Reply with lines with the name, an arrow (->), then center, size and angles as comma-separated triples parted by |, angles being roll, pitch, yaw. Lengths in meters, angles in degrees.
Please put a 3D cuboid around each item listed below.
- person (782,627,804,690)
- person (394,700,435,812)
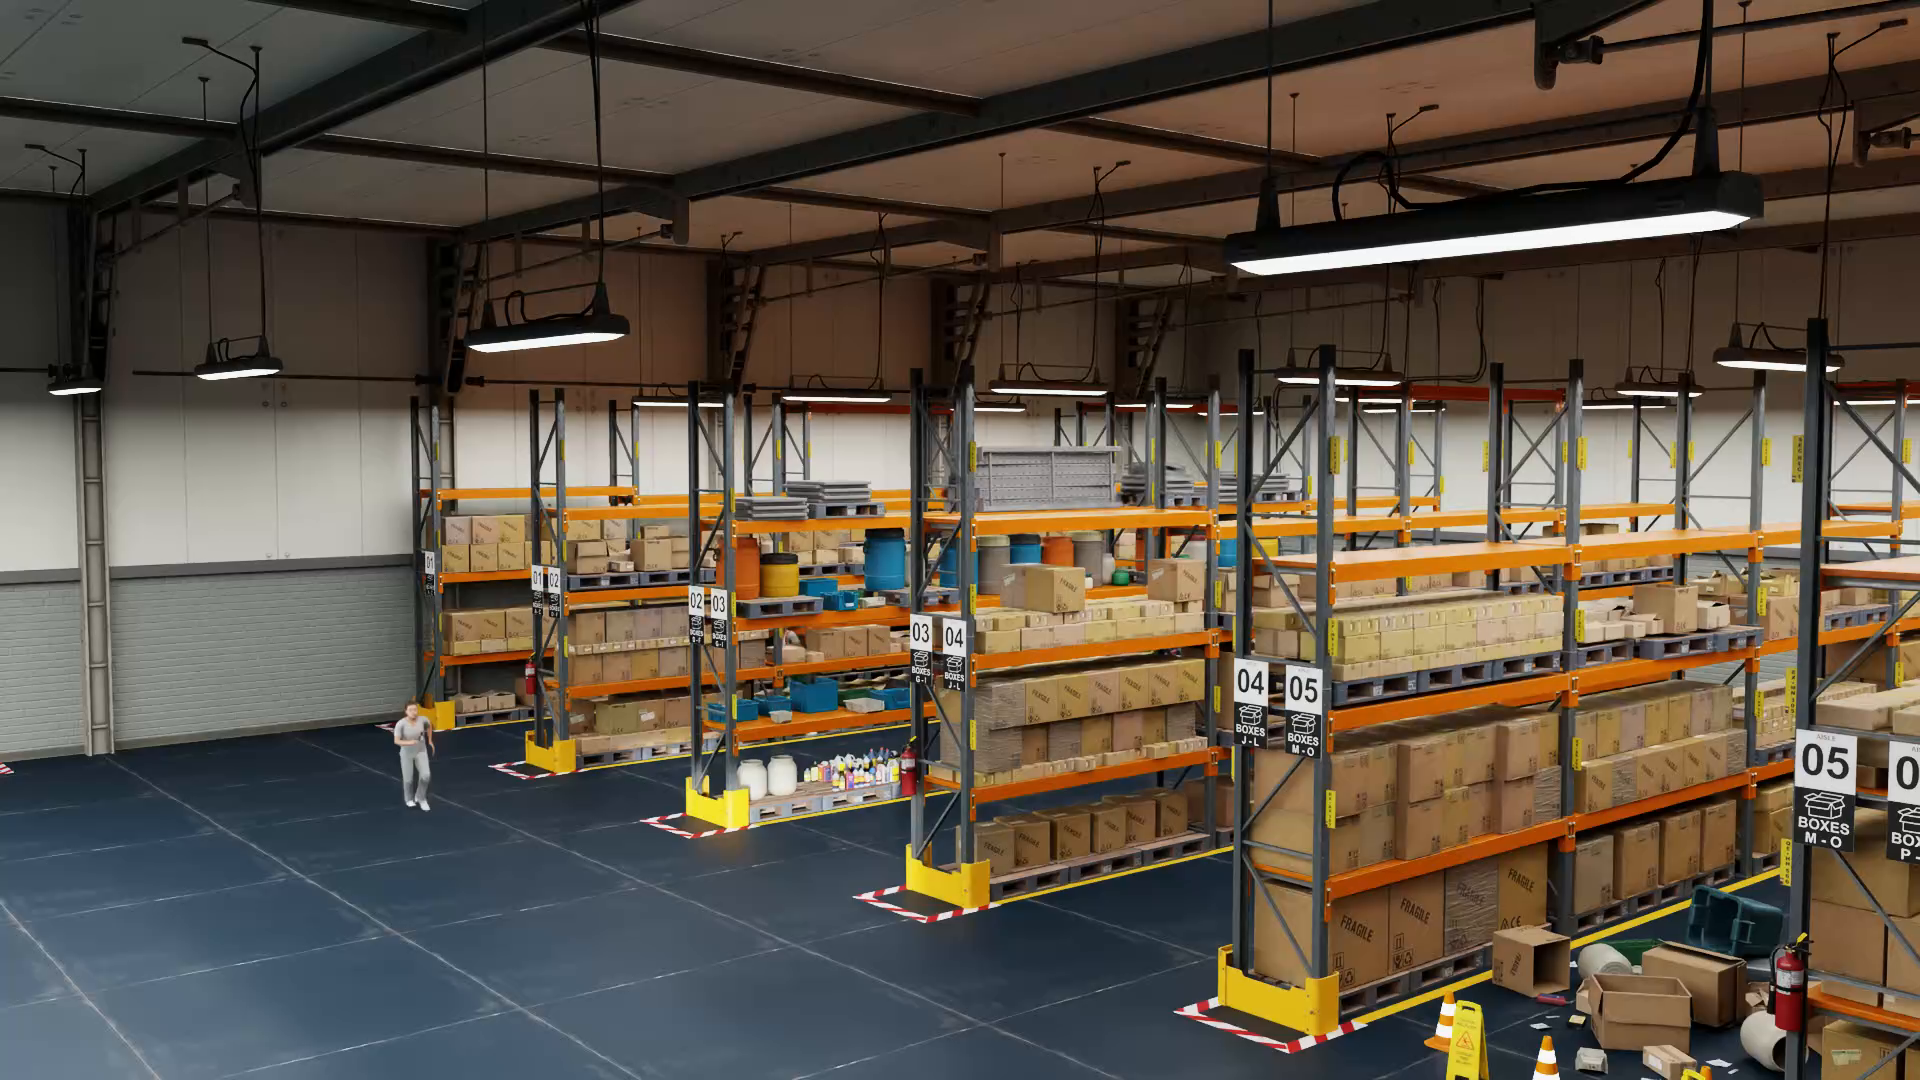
person -> -3.334, 2.364, 32.209 | 0.653, 1.761, 0.878 | 3, 4, 39
person -> -7.602, 2.999, 23.177 | 0.556, 1.578, 0.900 | -2, 4, -24
